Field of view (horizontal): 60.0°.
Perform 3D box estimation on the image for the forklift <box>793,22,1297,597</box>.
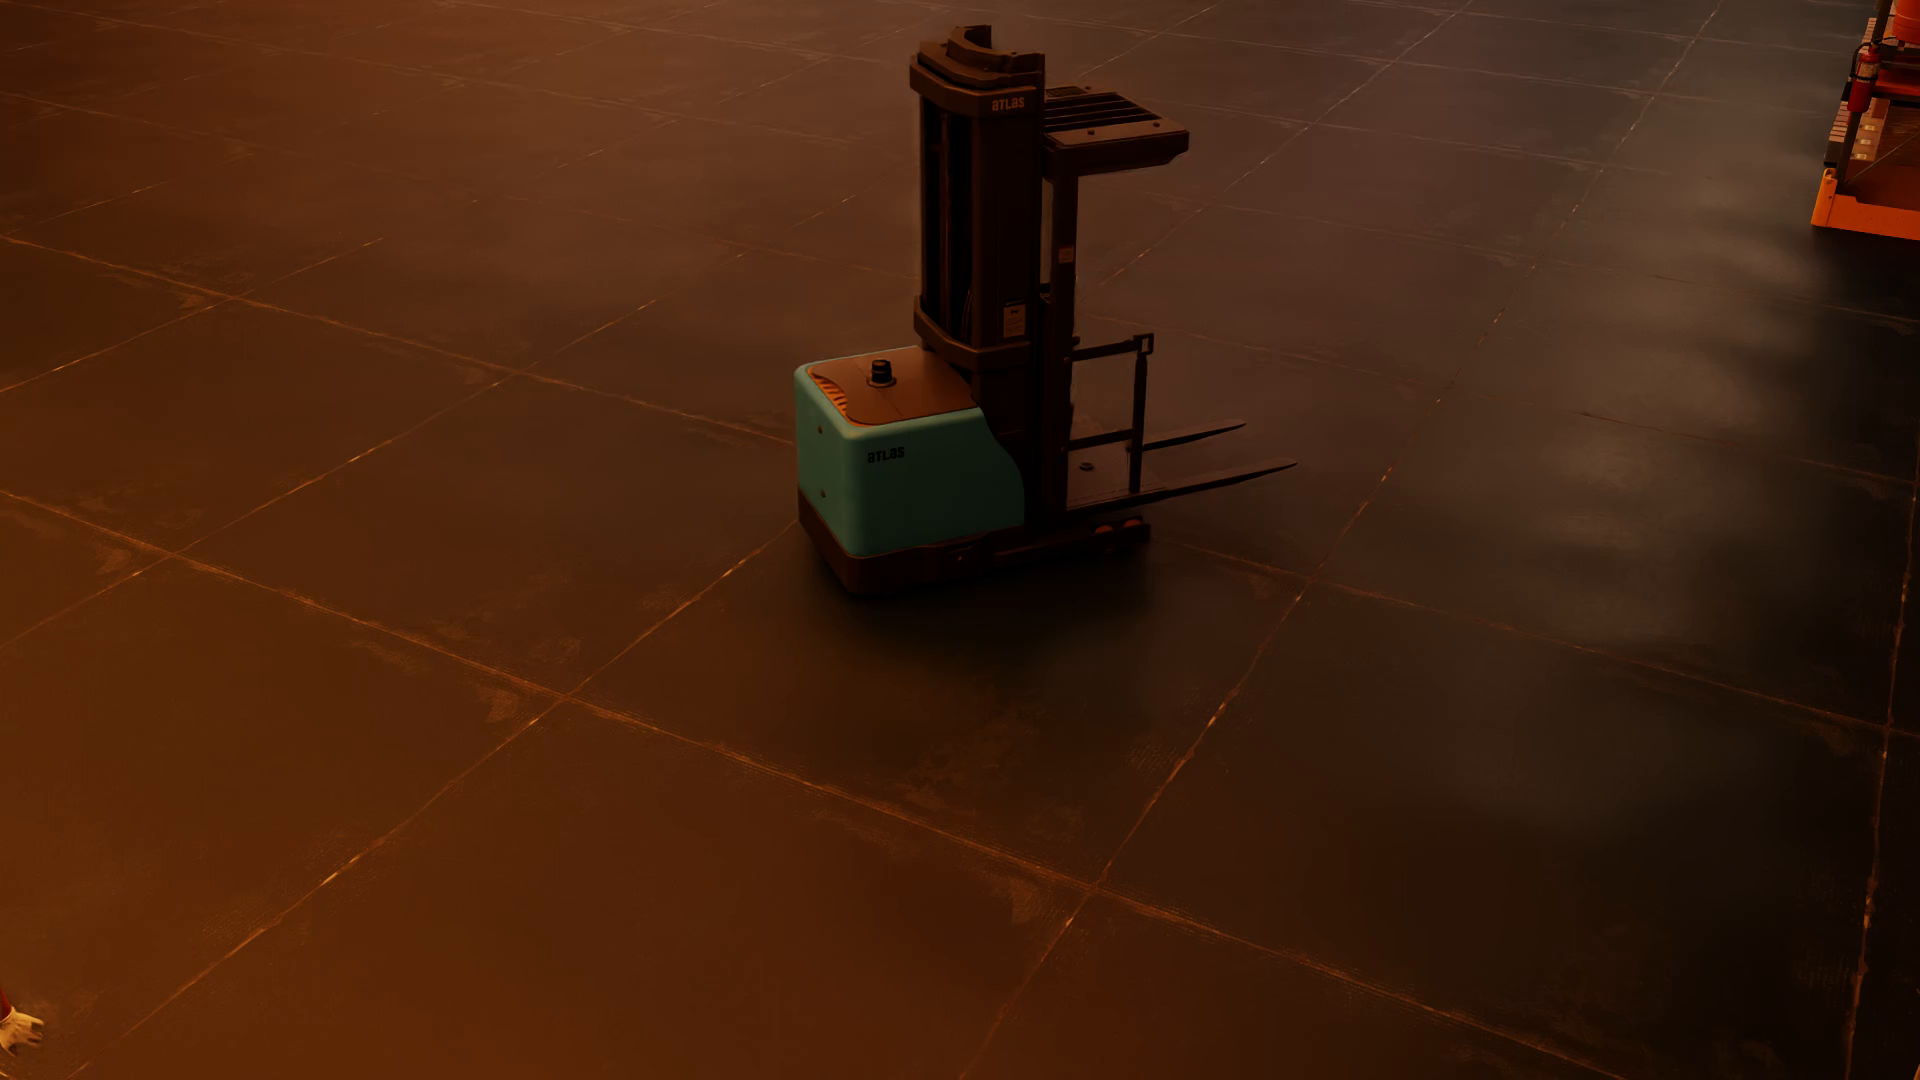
[{"bbox_3d":[0.587,-1.418,9.528,3.031,2.935,1.130,-12,32,-20],"label":"forklift"}]
